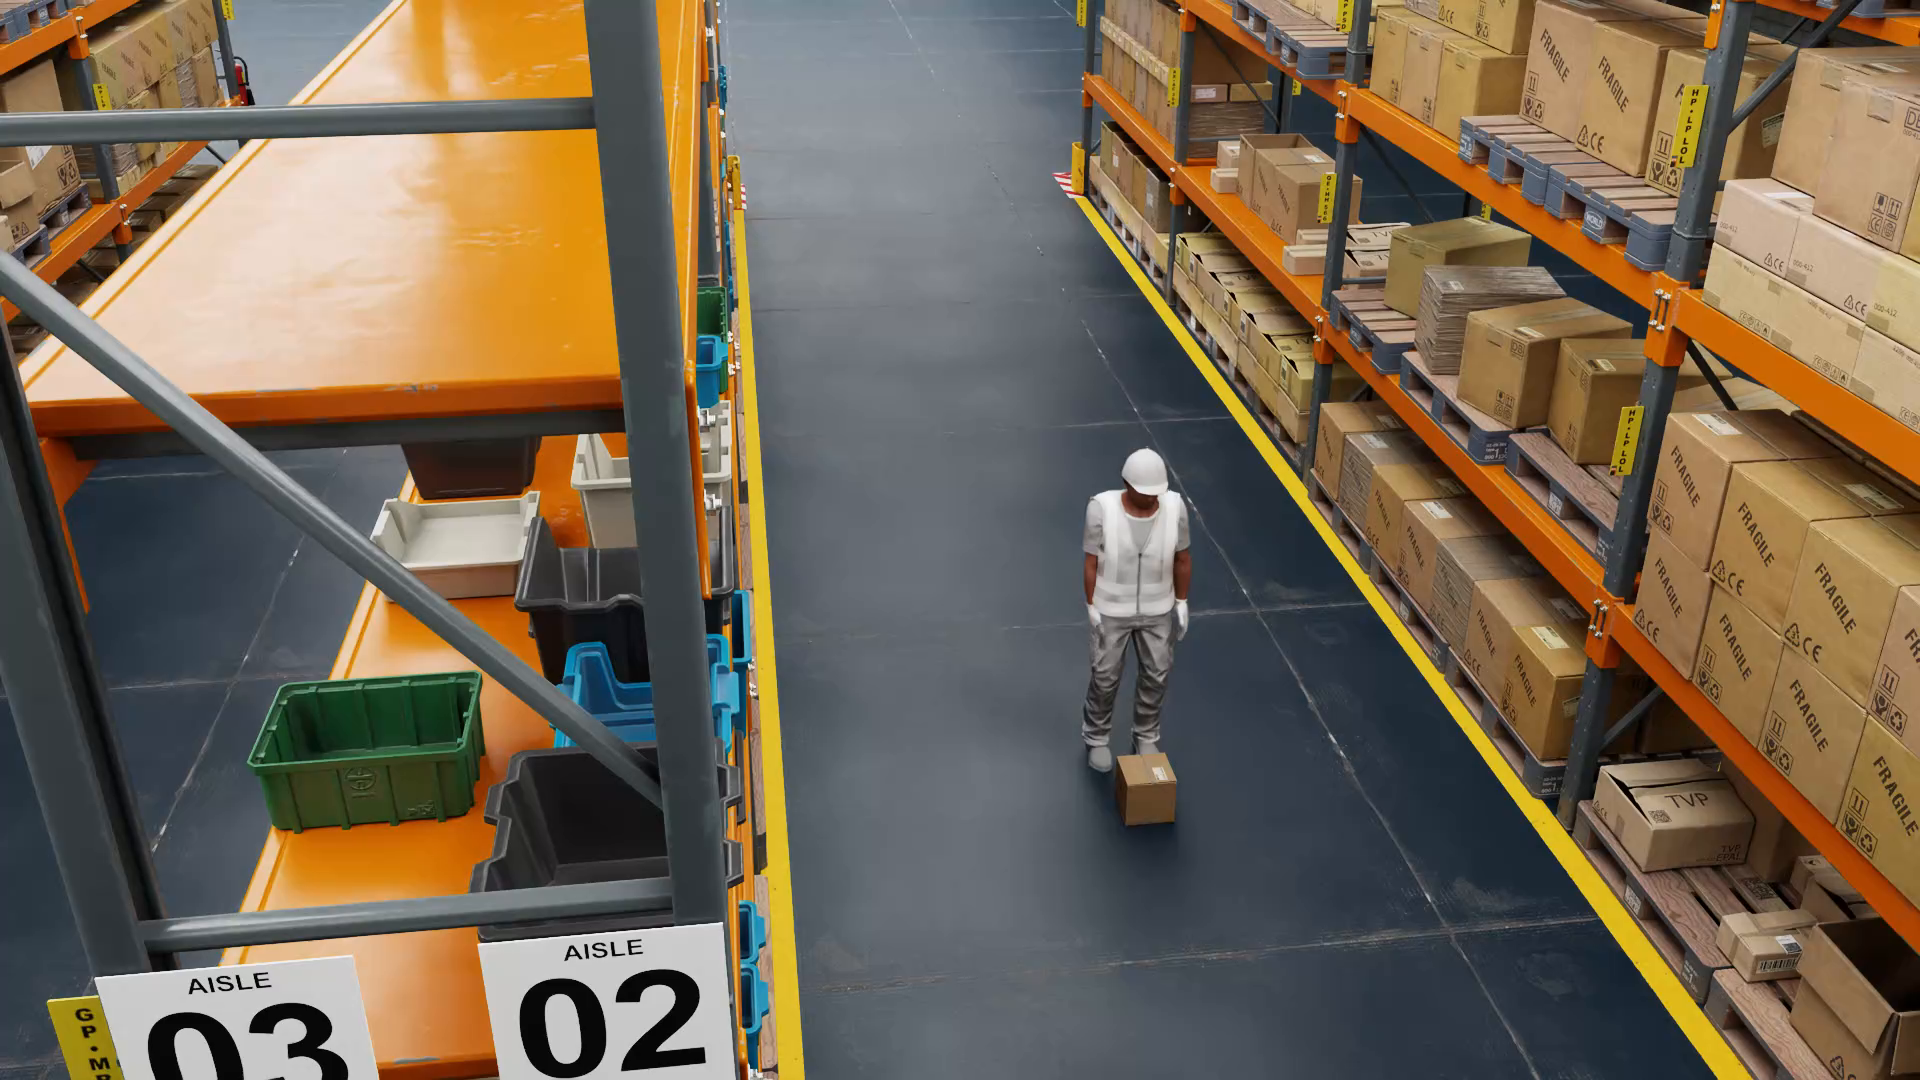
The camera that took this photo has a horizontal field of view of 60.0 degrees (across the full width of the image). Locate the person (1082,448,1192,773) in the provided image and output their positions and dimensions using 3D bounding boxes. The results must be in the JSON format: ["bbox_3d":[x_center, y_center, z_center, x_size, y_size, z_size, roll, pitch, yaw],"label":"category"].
[{"bbox_3d":[0.889,0.345,8.420,0.551,1.775,0.367,-3,27,-6],"label":"person"}]
